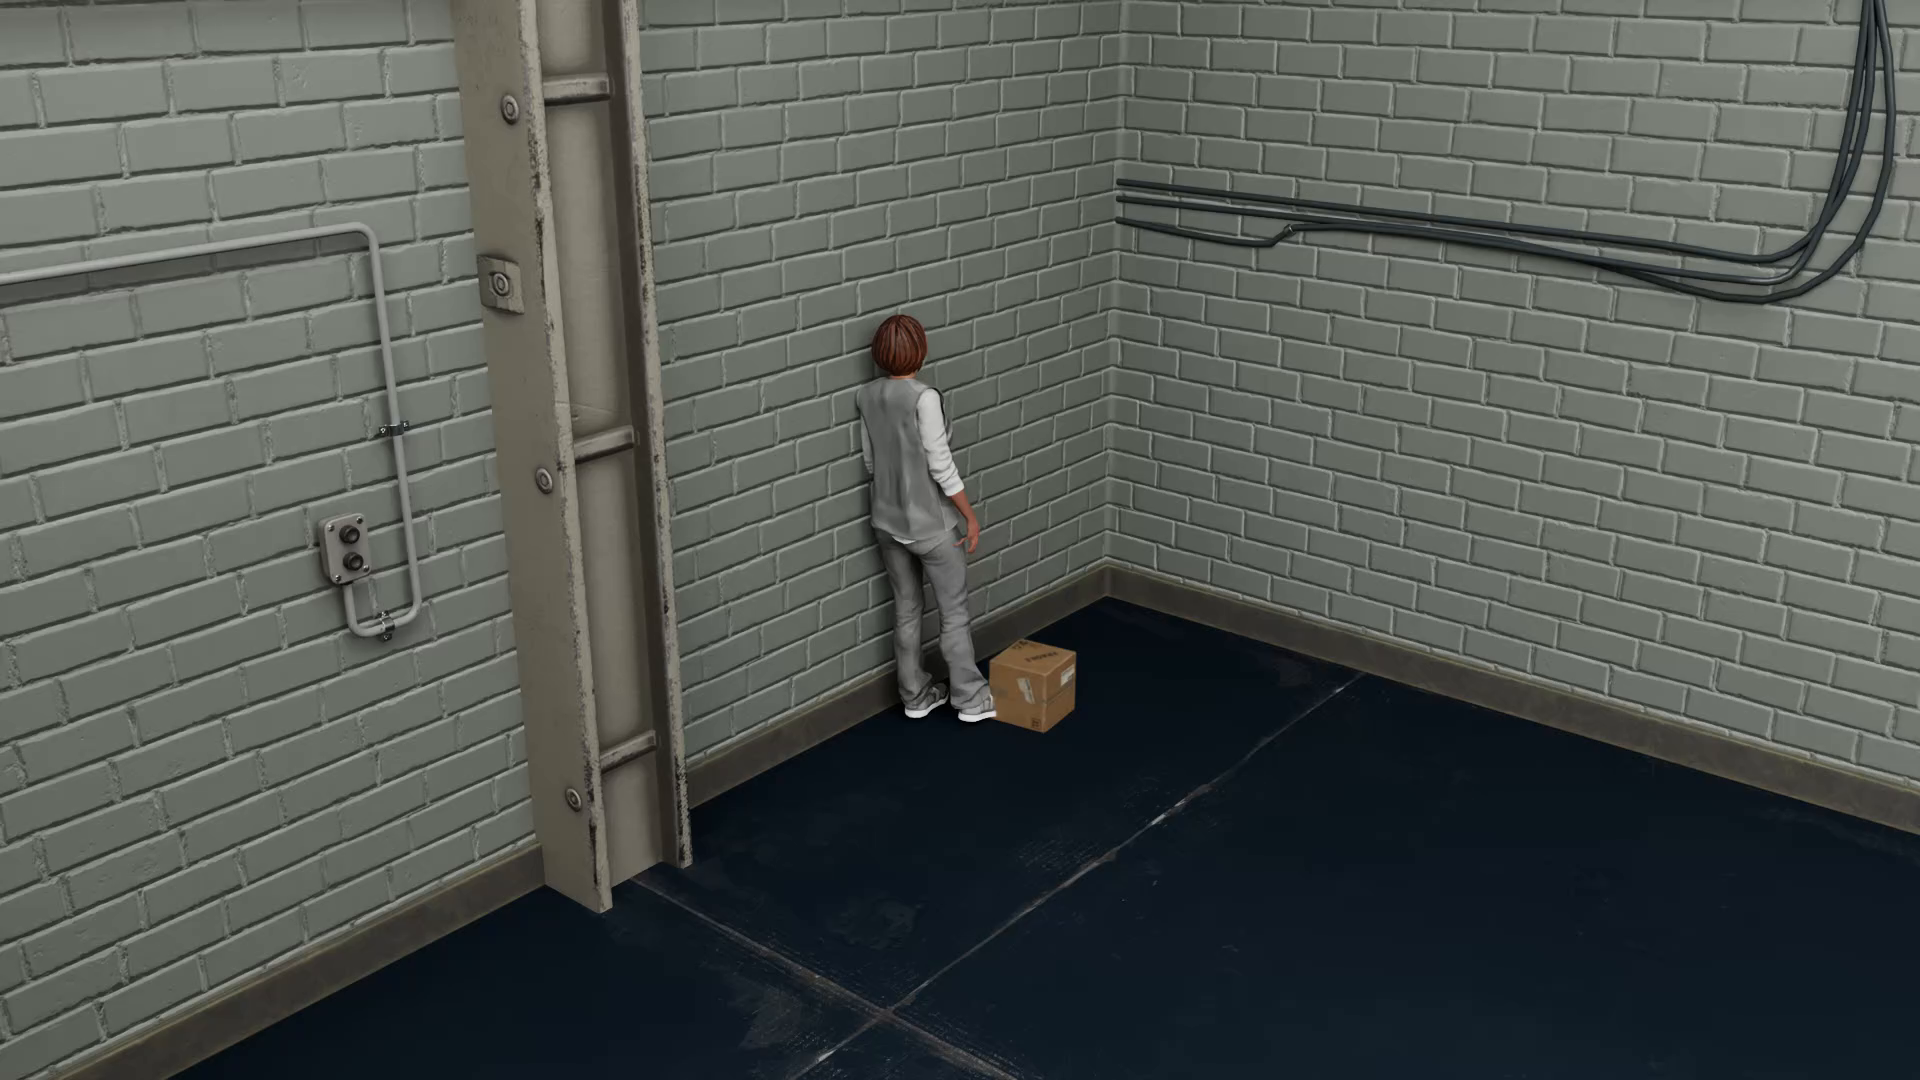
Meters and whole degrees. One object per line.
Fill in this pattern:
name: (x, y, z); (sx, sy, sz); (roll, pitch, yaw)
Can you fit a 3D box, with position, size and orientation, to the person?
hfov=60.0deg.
person: (-0.108, -0.078, 6.274); (0.520, 1.596, 0.475); (16, 26, 36)
